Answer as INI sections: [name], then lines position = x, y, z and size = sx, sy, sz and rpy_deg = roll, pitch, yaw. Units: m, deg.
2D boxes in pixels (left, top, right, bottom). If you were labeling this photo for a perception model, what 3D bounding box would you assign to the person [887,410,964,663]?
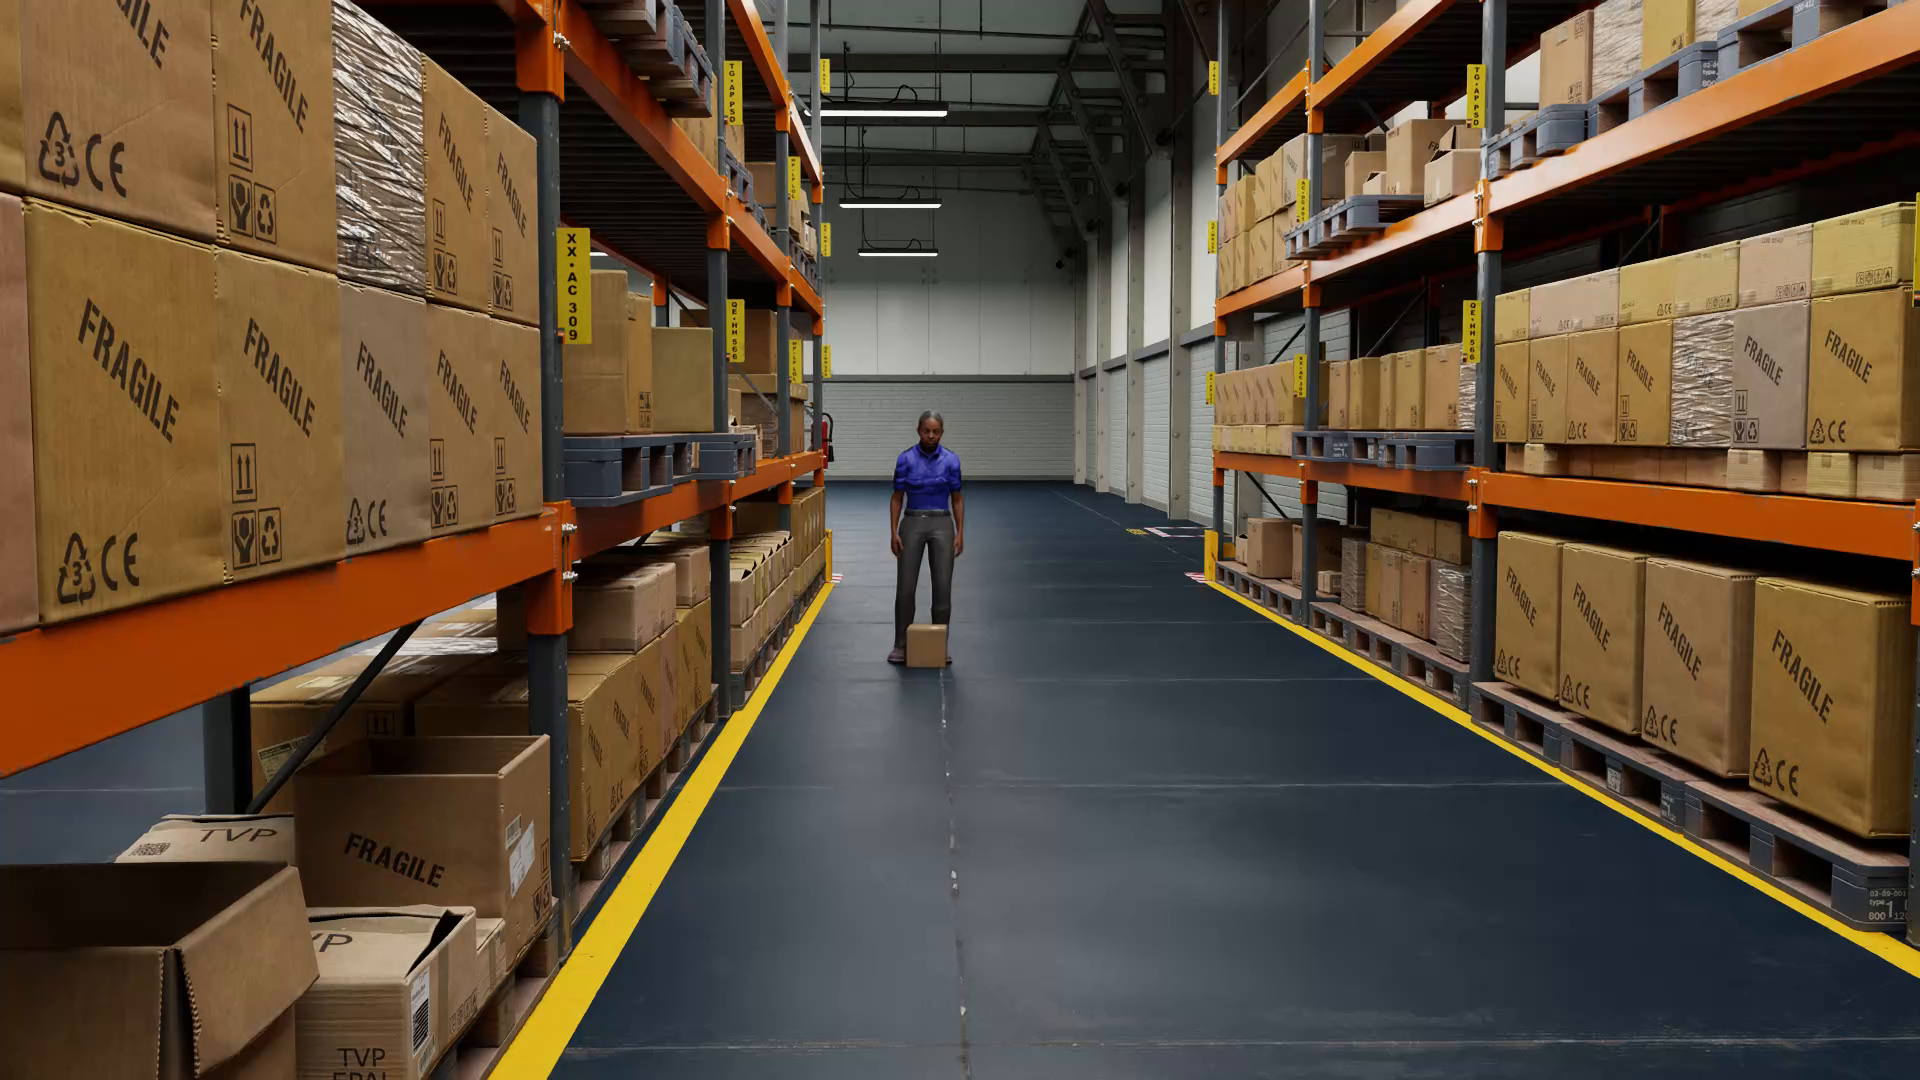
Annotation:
[person]
position = -0.224, -0.026, 10.935
size = 0.514, 1.653, 0.402
rpy_deg = 0, 4, -3
